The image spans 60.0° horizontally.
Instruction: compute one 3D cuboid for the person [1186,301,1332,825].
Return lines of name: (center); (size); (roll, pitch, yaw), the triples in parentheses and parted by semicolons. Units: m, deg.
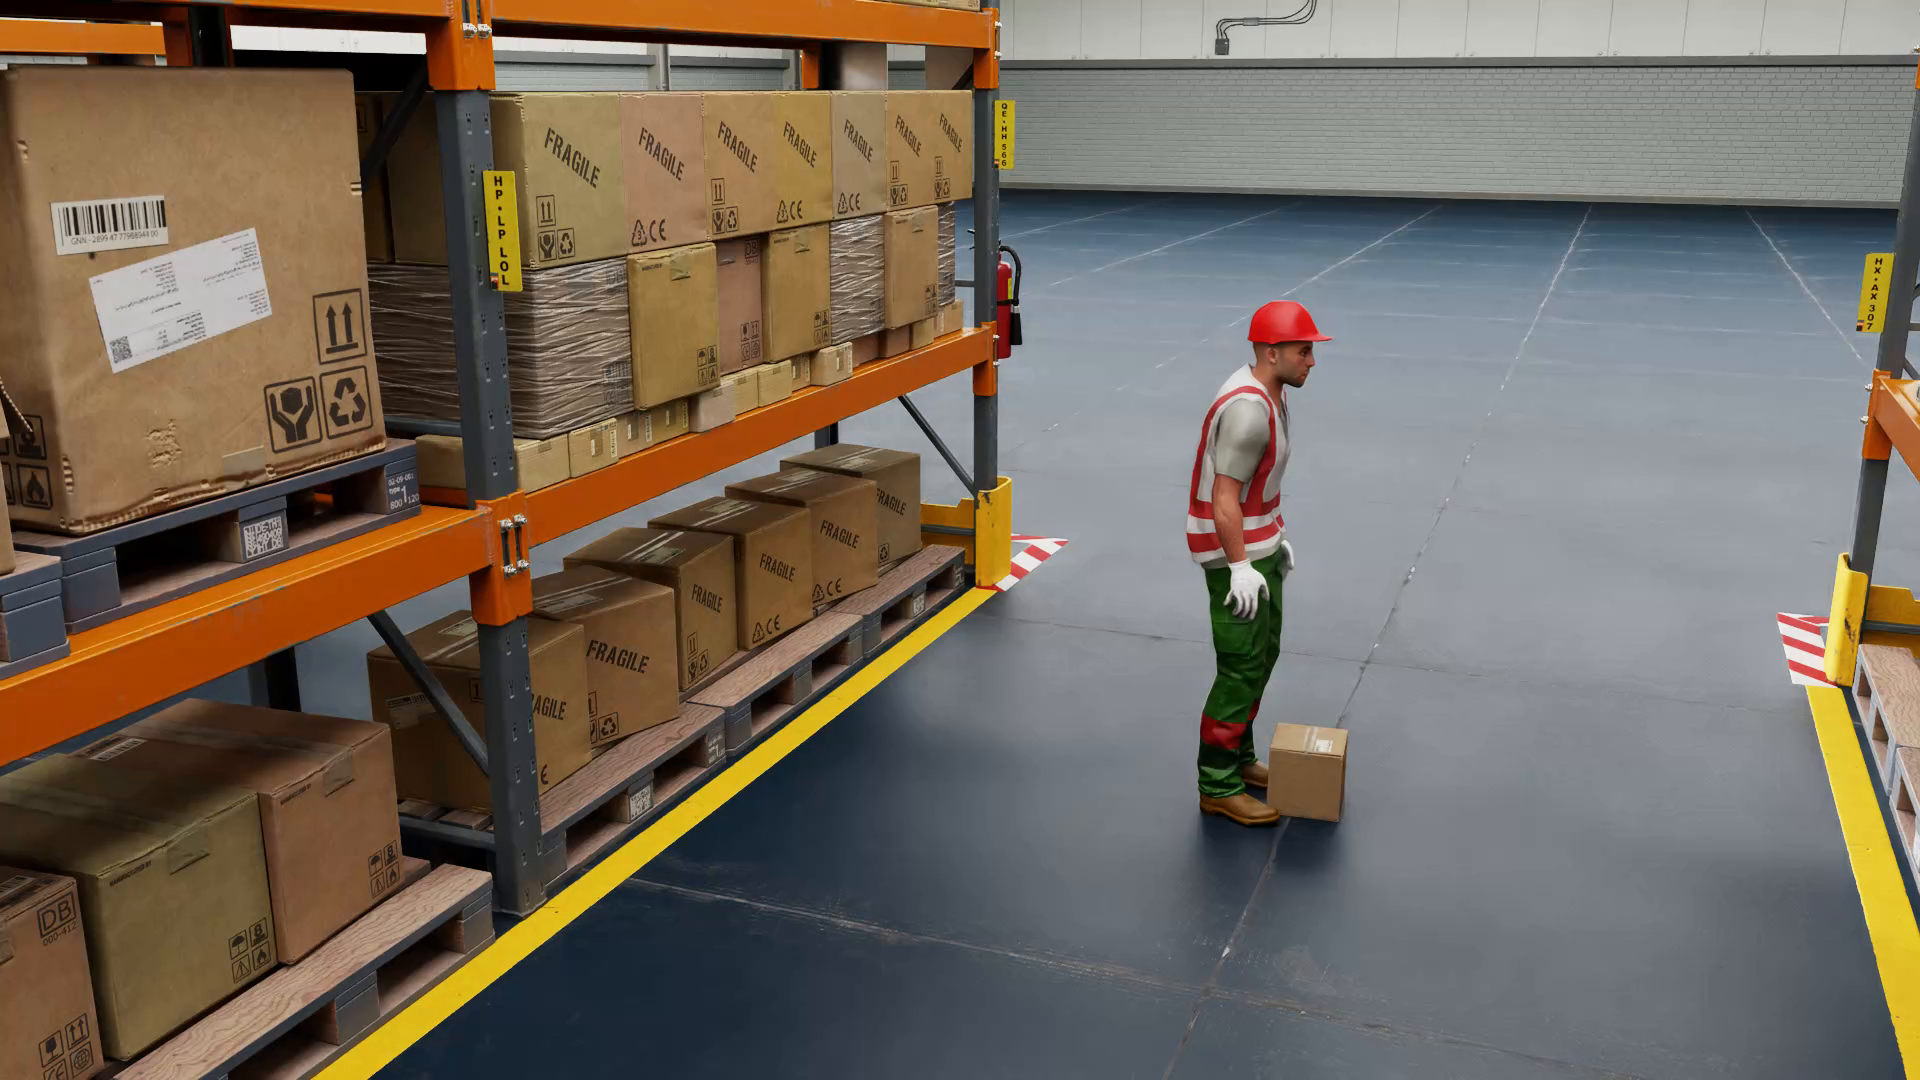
person: (1.018, 0.061, 5.766); (0.448, 1.780, 0.608); (6, 16, 21)
